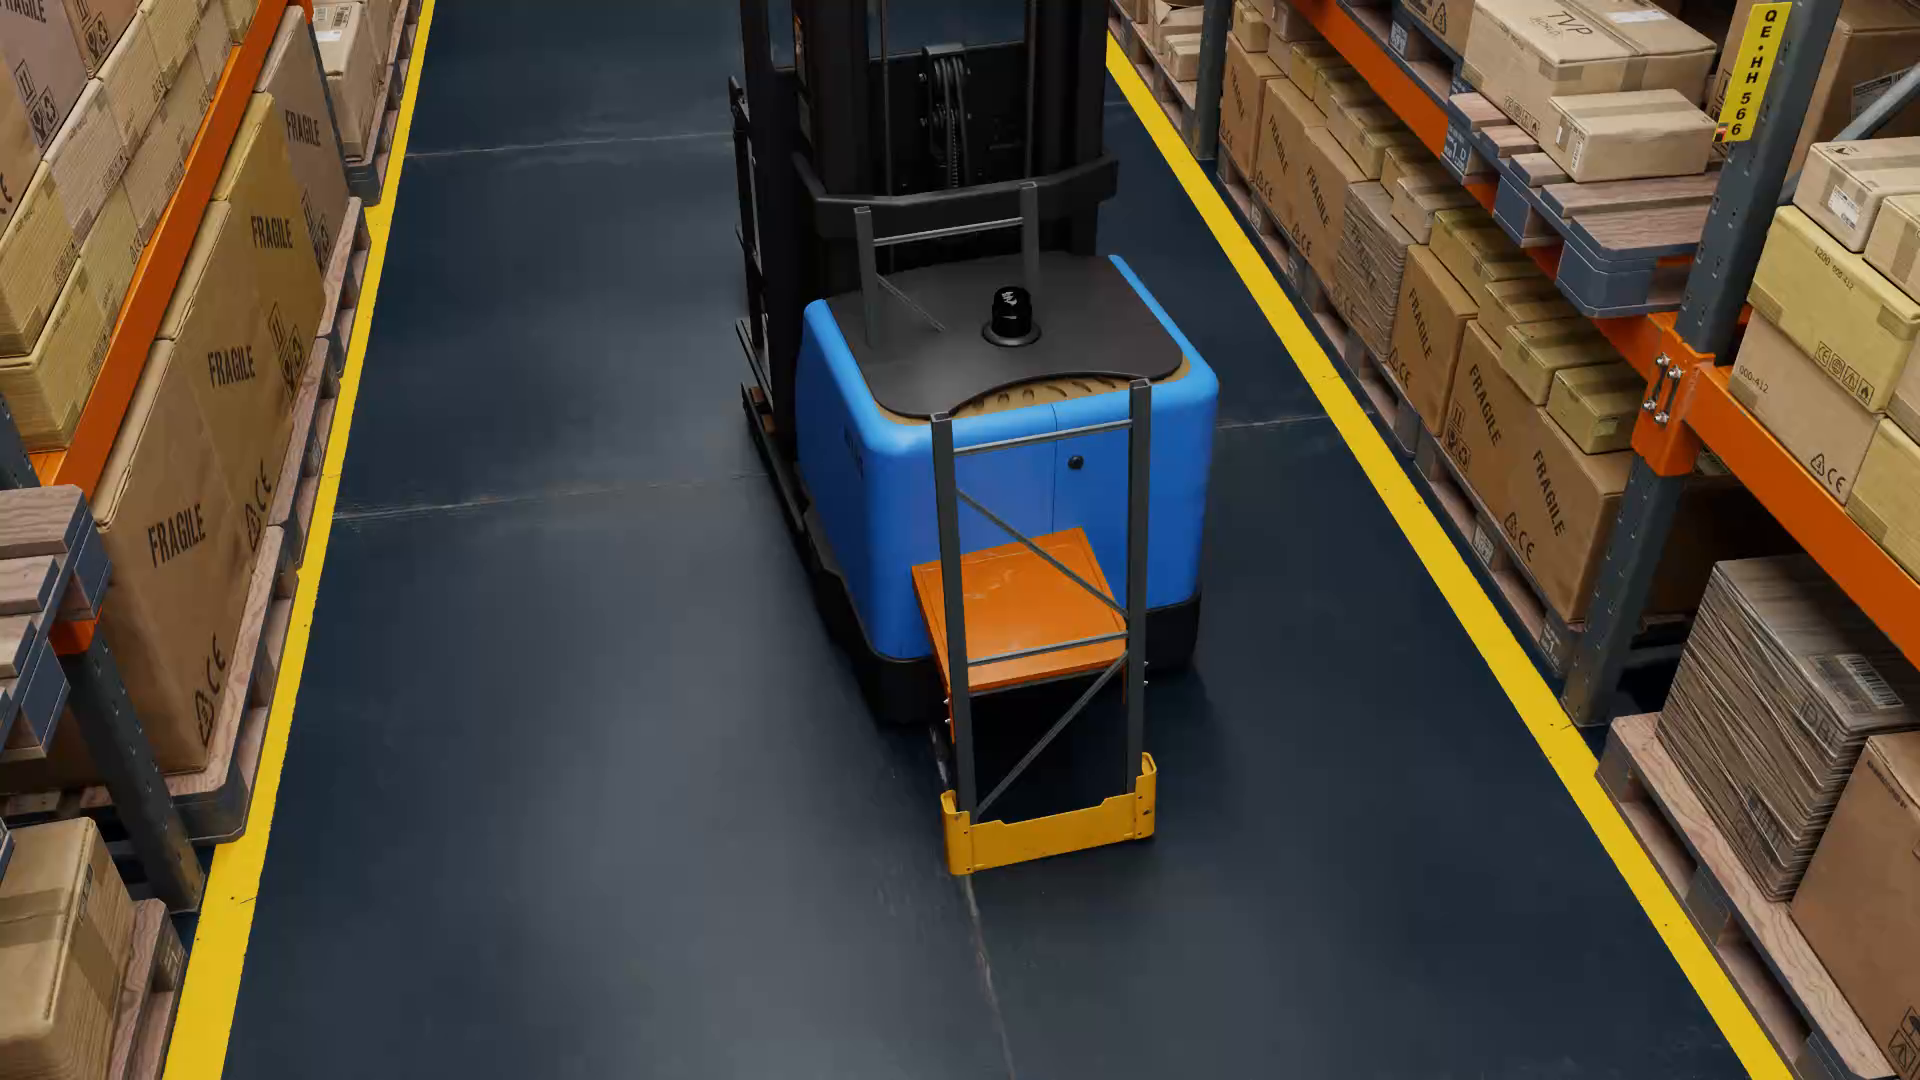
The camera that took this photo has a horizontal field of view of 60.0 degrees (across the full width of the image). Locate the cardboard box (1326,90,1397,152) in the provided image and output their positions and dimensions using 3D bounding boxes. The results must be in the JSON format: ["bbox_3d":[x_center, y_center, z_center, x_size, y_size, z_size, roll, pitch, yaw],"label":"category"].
[{"bbox_3d":[1.691,-1.675,6.628,0.380,0.149,0.250,-6,38,-8],"label":"cardboard box"}]

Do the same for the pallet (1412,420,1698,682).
[{"bbox_3d":[2.248,-0.055,5.649,1.003,0.211,1.213,-6,38,-8],"label":"pallet"}]

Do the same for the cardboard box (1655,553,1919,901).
[{"bbox_3d":[2.438,0.449,4.321,0.875,0.625,0.625,-5,38,-7],"label":"cardboard box"}]

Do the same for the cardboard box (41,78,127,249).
[{"bbox_3d":[-2.480,-0.948,4.240,0.500,0.250,0.500,-5,38,-7],"label":"cardboard box"}]

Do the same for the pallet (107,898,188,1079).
[{"bbox_3d":[-2.409,1.408,3.765,1.003,0.211,1.213,-6,38,-8],"label":"pallet"}]

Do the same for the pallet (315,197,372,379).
[{"bbox_3d":[-3.036,-1.022,6.894,1.003,0.211,1.213,-6,38,-8],"label":"pallet"}]

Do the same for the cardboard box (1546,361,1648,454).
[{"bbox_3d":[2.006,-0.407,4.996,0.380,0.149,0.250,-8,39,-10],"label":"cardboard box"}]

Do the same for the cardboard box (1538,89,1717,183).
[{"bbox_3d":[1.849,-1.123,4.614,0.380,0.149,0.250,-6,38,-7],"label":"cardboard box"}]

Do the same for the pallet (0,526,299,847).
[{"bbox_3d":[-2.609,0.452,4.997,1.003,0.211,1.213,-6,38,-8],"label":"pallet"}]

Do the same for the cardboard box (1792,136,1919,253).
[{"bbox_3d":[2.108,-0.773,3.689,0.380,0.149,0.250,-5,38,-7],"label":"cardboard box"}]

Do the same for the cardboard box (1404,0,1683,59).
[{"bbox_3d":[1.873,-1.874,5.291,0.797,0.503,0.637,-7,38,-9],"label":"cardboard box"}]

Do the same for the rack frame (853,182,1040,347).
[{"bbox_3d":[0.000,-0.336,4.936,0.500,1.500,0.032,-10,39,-8],"label":"rack frame"}]

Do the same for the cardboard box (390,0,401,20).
[{"bbox_3d":[-3.564,-3.211,9.185,0.875,0.438,0.875,-5,38,-7],"label":"cardboard box"}]

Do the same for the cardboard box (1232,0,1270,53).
[{"bbox_3d":[1.441,-2.307,7.441,0.380,0.149,0.250,-5,38,-6],"label":"cardboard box"}]

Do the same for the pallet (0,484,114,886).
[{"bbox_3d":[-2.315,0.330,3.037,1.213,0.211,1.003,-6,38,-8],"label":"pallet"}]

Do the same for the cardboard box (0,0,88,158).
[{"bbox_3d":[-2.487,-1.222,3.982,0.500,0.500,0.500,-6,38,-8],"label":"cardboard box"}]

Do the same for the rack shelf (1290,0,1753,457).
[{"bbox_3d":[1.991,-1.625,5.983,1.077,0.370,4.000,-6,38,-8],"label":"rack shelf"}]

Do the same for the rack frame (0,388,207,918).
[{"bbox_3d":[-2.544,-0.165,3.518,1.000,3.000,0.127,-6,38,-8],"label":"rack frame"}]

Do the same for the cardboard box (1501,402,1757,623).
[{"bbox_3d":[2.056,-0.112,5.145,0.500,0.500,0.500,-5,38,-7],"label":"cardboard box"}]

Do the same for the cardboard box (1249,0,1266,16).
[{"bbox_3d":[1.501,-2.431,7.358,0.380,0.149,0.250,-7,38,-9],"label":"cardboard box"}]

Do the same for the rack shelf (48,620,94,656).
[{"bbox_3d":[-2.194,1.327,2.183,1.077,0.370,4.000,-6,38,-8],"label":"rack shelf"}]

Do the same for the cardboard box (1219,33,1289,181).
[{"bbox_3d":[1.504,-1.980,7.548,0.500,0.500,0.500,-5,38,-6],"label":"cardboard box"}]

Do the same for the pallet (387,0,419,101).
[{"bbox_3d":[-3.519,-2.686,9.036,1.003,0.211,1.213,-6,38,-8],"label":"pallet"}]

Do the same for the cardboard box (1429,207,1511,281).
[{"bbox_3d":[1.879,-1.047,5.820,0.380,0.149,0.250,-7,38,-9],"label":"cardboard box"}]

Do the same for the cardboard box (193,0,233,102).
[{"bbox_3d":[-2.761,-1.664,5.569,0.500,0.250,0.500,-7,38,-9],"label":"cardboard box"}]

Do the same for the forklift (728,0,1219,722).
[{"bbox_3d":[-0.187,-1.526,5.325,1.130,2.935,3.031,-11,39,-14],"label":"forklift"}]

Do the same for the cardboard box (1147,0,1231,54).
[{"bbox_3d":[1.191,-2.724,8.698,0.396,0.266,0.258,-5,38,-6],"label":"cardboard box"}]

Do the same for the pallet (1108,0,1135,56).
[{"bbox_3d":[1.304,-3.169,9.658,1.003,0.211,1.213,-6,38,-8],"label":"pallet"}]

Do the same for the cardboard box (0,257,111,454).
[{"bbox_3d":[-2.383,-0.429,3.979,0.500,0.250,0.500,-7,38,-9],"label":"cardboard box"}]

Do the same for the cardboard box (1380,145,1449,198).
[{"bbox_3d":[1.808,-1.365,6.229,0.380,0.149,0.250,-6,38,-8],"label":"cardboard box"}]

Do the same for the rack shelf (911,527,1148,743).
[{"bbox_3d":[0.118,0.110,4.656,0.538,0.185,1.000,-10,39,-8],"label":"rack shelf"}]

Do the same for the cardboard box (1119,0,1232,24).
[{"bbox_3d":[1.247,-3.185,9.100,0.700,0.500,0.500,-8,38,-10],"label":"cardboard box"}]

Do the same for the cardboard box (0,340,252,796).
[{"bbox_3d":[-2.584,0.082,4.589,0.875,0.875,0.875,-7,38,-8],"label":"cardboard box"}]

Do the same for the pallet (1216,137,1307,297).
[{"bbox_3d":[1.820,-1.529,7.546,1.003,0.211,1.213,-6,38,-8],"label":"pallet"}]

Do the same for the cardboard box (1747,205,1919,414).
[{"bbox_3d":[2.154,-0.543,3.718,0.500,0.250,0.500,-6,38,-8],"label":"cardboard box"}]

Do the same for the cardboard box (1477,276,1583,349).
[{"bbox_3d":[1.925,-0.733,5.414,0.380,0.149,0.250,-7,38,-9],"label":"cardboard box"}]

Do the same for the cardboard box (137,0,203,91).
[{"bbox_3d":[-2.631,-1.558,5.026,0.500,0.250,0.500,-6,38,-7],"label":"cardboard box"}]

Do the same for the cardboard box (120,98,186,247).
[{"bbox_3d":[-2.576,-1.054,4.784,0.500,0.250,0.500,-5,38,-6],"label":"cardboard box"}]

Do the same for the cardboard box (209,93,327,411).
[{"bbox_3d":[-2.892,-0.997,5.978,0.875,0.875,0.875,-5,38,-7],"label":"cardboard box"}]

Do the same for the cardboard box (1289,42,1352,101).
[{"bbox_3d":[1.622,-1.994,7.038,0.380,0.149,0.250,-8,39,-10],"label":"cardboard box"}]

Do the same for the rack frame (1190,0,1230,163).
[{"bbox_3d":[1.640,-3.117,7.318,1.000,3.000,0.127,-6,38,-8],"label":"rack frame"}]

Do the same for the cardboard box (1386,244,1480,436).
[{"bbox_3d":[1.884,-0.732,5.942,0.500,0.500,0.500,-5,38,-6],"label":"cardboard box"}]

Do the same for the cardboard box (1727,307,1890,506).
[{"bbox_3d":[2.179,-0.348,3.875,0.500,0.250,0.500,-6,38,-8],"label":"cardboard box"}]

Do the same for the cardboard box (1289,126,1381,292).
[{"bbox_3d":[1.690,-1.357,6.747,0.500,0.500,0.500,-7,38,-9],"label":"cardboard box"}]

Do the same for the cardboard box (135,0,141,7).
[{"bbox_3d":[-2.647,-1.842,4.779,0.500,0.500,0.500,-6,38,-7],"label":"cardboard box"}]

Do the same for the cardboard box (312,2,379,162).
[{"bbox_3d":[-3.250,-2.126,7.788,0.875,0.438,0.875,-7,38,-9],"label":"cardboard box"}]

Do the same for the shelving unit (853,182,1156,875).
[{"bbox_3d":[0.107,-0.036,4.551,0.587,1.500,1.083,-10,39,-8],"label":"shelving unit"}]

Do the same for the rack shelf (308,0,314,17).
[{"bbox_3d":[-3.596,-3.505,8.403,1.077,0.370,4.000,-6,38,-8],"label":"rack shelf"}]
